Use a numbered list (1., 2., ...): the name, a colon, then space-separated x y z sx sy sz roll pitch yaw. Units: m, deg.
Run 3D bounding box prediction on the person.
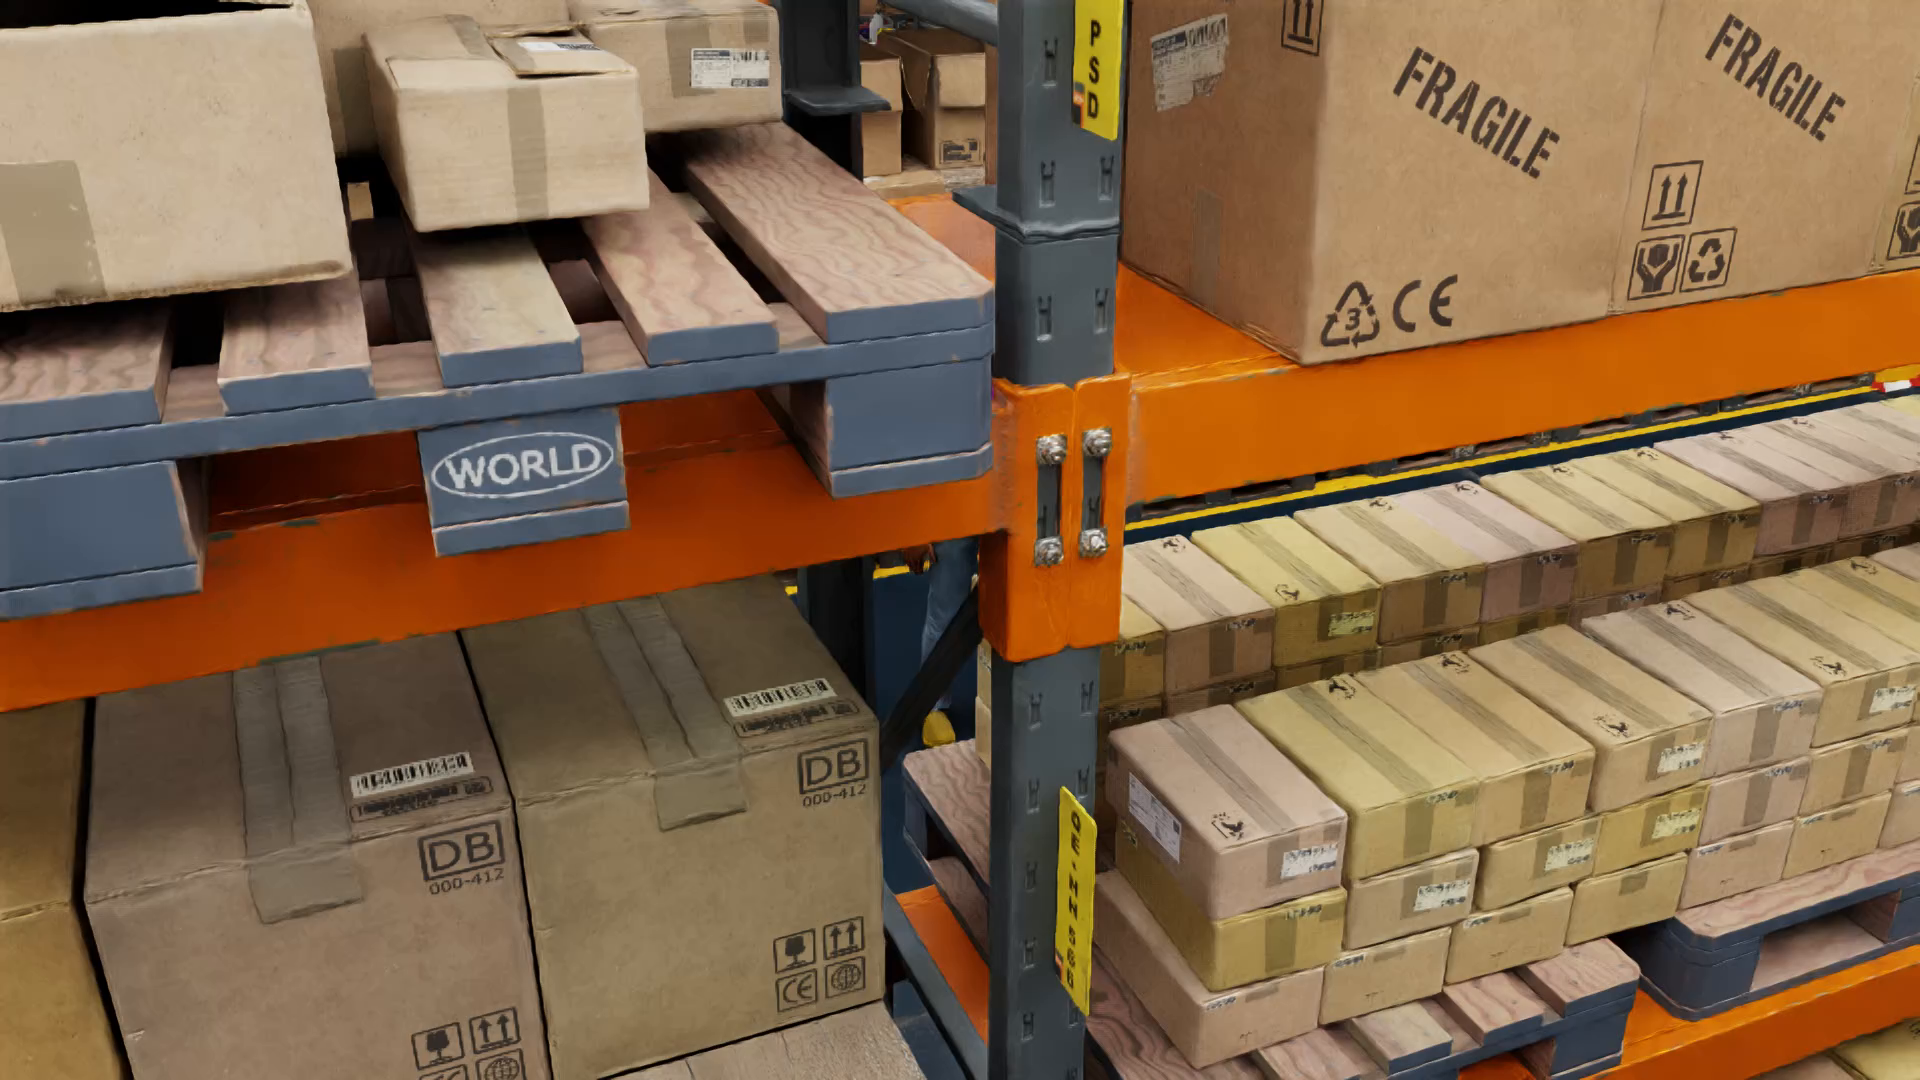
1. person: 0.069 -0.080 6.192 0.627 1.772 0.385 -13 29 -26
